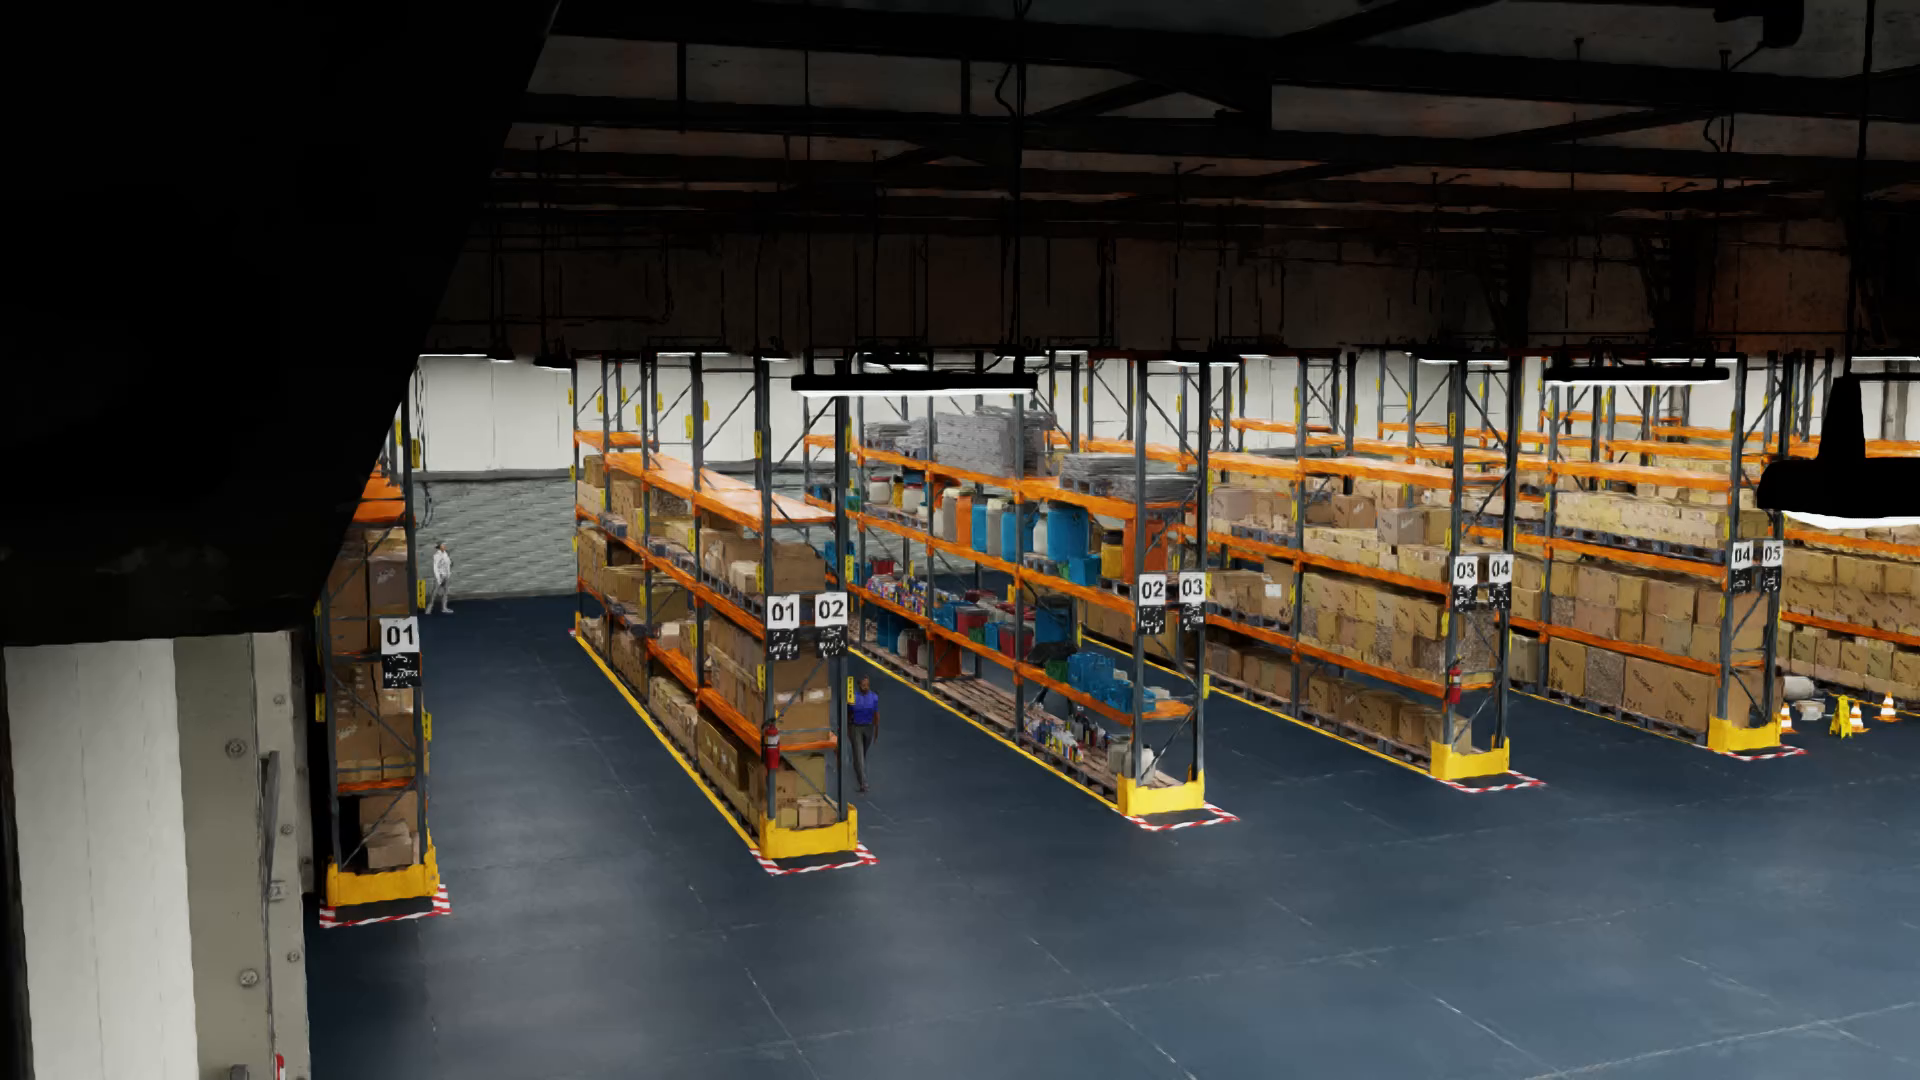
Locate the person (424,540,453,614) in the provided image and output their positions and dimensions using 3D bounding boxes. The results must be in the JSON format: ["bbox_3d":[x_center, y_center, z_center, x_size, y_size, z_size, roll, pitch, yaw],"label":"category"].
[{"bbox_3d":[-11.840,0.831,37.658,0.459,1.671,0.652,3,8,25],"label":"person"}]

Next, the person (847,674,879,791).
[{"bbox_3d":[-1.349,2.651,23.300,0.445,1.560,1.091,-3,8,-23],"label":"person"}]

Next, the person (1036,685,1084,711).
[{"bbox_3d":[1.653,2.108,27.860,0.561,1.516,0.788,-6,9,-38],"label":"person"}]
